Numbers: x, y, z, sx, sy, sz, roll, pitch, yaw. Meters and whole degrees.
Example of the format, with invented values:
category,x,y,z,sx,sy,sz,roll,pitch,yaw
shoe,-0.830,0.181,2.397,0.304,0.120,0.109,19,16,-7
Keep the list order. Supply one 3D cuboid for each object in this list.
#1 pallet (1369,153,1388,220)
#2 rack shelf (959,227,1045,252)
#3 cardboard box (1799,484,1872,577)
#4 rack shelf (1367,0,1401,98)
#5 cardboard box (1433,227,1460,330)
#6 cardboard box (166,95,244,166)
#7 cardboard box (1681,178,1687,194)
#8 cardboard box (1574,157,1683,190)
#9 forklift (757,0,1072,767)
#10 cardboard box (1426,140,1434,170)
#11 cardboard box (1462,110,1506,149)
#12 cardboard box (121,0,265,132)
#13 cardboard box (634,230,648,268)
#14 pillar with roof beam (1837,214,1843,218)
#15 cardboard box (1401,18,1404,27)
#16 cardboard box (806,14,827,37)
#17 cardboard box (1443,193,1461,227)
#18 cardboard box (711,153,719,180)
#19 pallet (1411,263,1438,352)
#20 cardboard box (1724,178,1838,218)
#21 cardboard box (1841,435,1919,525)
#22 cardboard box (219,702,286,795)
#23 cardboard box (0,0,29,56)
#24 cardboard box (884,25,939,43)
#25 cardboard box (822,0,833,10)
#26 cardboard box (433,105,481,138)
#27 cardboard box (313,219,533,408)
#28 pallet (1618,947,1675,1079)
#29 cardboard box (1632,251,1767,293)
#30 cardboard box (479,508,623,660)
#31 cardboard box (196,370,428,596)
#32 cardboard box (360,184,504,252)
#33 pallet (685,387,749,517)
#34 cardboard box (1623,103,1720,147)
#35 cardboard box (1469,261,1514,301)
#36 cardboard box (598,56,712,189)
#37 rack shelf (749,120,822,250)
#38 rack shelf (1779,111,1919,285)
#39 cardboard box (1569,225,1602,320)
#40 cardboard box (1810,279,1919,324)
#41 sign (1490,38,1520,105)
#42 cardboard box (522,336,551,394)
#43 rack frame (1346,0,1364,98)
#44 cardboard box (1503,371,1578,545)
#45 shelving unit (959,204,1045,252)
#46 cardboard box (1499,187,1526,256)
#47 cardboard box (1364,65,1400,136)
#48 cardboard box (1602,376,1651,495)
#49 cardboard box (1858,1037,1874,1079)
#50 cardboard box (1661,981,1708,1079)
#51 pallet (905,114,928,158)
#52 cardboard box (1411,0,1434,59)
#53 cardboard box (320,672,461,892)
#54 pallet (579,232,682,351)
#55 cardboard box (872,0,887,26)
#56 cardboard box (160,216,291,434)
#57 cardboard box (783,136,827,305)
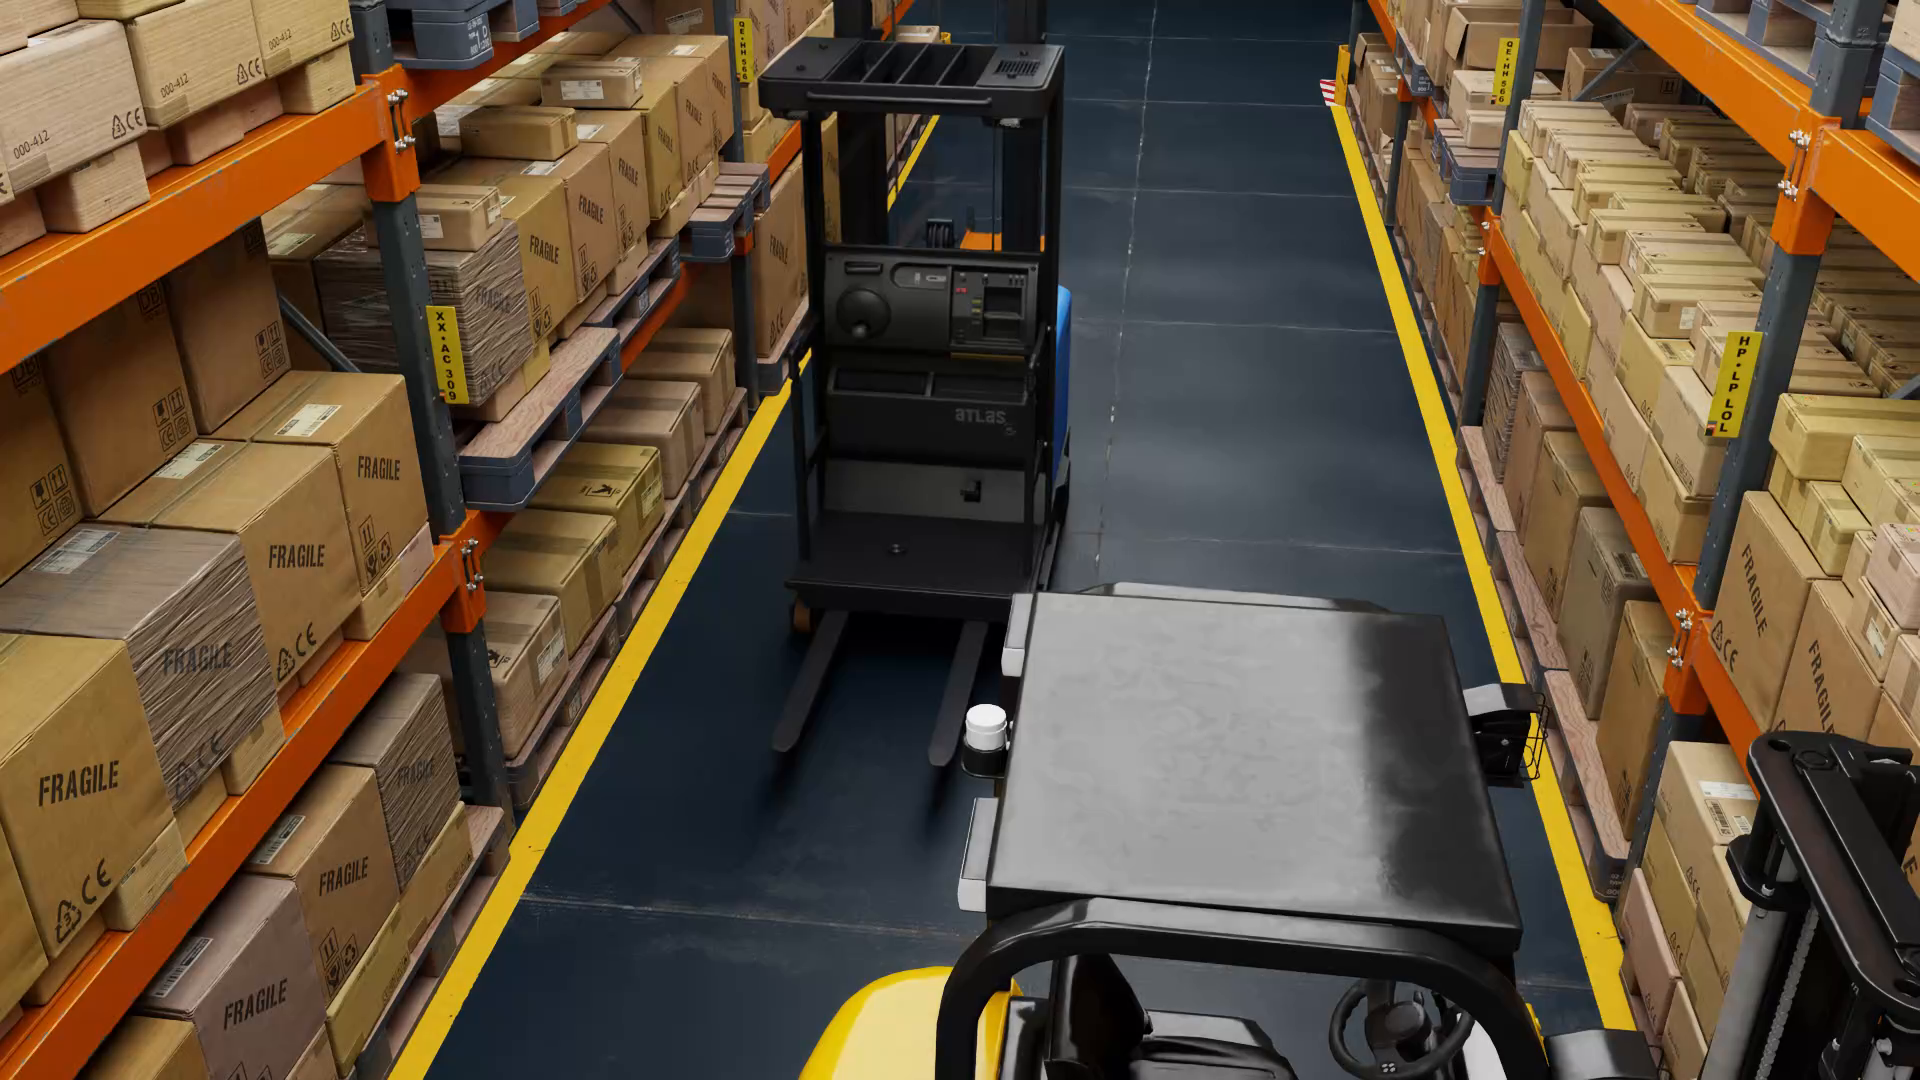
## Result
category,x,y,z,sx,sy,sz,roll,pitch,yaw
pallet,3.829,-2.805,13.234,1.003,0.211,1.213,3,28,6
rack shelf,0.214,-1.404,9.054,0.538,0.278,1.000,4,29,8
cardboard box,2.434,-0.016,4.328,0.380,0.149,0.250,4,29,7
rack shelf,3.989,-4.334,13.890,1.077,0.370,4.000,3,28,6
cardboard box,3.226,-1.604,10.257,0.500,0.500,0.500,5,29,8
cardboard box,-2.024,-1.038,4.117,0.380,0.149,0.250,4,29,7
cardboard box,3.414,-1.512,7.525,0.500,0.250,0.500,4,29,7
cardboard box,2.865,-1.531,7.140,0.380,0.149,0.250,4,29,7
forklift,-0.157,-0.983,6.985,1.130,2.935,3.031,4,29,8
cardboard box,3.459,-2.669,11.551,0.380,0.149,0.250,2,28,4
cardboard box,2.954,-2.232,9.052,0.380,0.149,0.250,4,29,7
cardboard box,-2.010,-1.154,3.912,0.500,0.250,0.500,3,28,5
cardboard box,-1.590,-1.285,7.295,0.380,0.149,0.250,2,28,5
pillar with roof beam,-0.284,-4.051,6.282,9.100,9.000,0.400,3,28,6
cardboard box,3.543,-3.887,12.567,0.380,0.149,0.250,4,29,8
cardboard box,-1.152,-3.206,10.670,0.500,0.250,0.500,4,29,7
cardboard box,3.254,-2.066,10.431,0.380,0.149,0.250,2,28,4
cardboard box,-1.440,-1.889,8.415,0.380,0.149,0.250,4,29,7
pallet,3.535,-1.520,10.850,1.003,0.211,1.213,3,28,6
cardboard box,3.384,-1.383,6.864,0.380,0.149,0.250,3,28,5
cardboard box,2.506,-0.142,4.247,0.380,0.149,0.250,4,29,7
cardboard box,-2.021,0.528,4.372,0.380,0.149,0.250,3,28,5
cardboard box,-2.077,-1.015,3.232,0.380,0.149,0.250,4,29,7
cardboard box,-0.674,-4.619,15.920,0.875,0.438,0.875,2,28,4
cardboard box,-1.126,-3.774,10.932,0.500,0.500,0.500,4,29,8
cardboard box,-2.142,-1.543,7.090,0.500,0.500,0.500,2,28,4
cardboard box,-1.821,-0.794,5.699,0.500,0.500,0.500,4,29,7
pallet,2.625,1.656,4.953,1.003,0.211,1.213,3,28,6
cardboard box,2.676,-0.932,6.029,0.380,0.149,0.250,3,28,5
cardboard box,-2.016,0.156,7.125,0.950,0.372,0.625,5,29,9
cardboard box,-1.970,-0.181,5.005,0.500,0.500,0.500,3,28,5
cardboard box,-1.754,-1.076,5.540,0.380,0.149,0.250,3,28,6
pallet,-1.770,-0.518,8.988,1.003,0.211,1.213,3,28,6
cardboard box,3.415,-1.991,7.994,0.380,0.149,0.250,4,29,8
cardboard box,3.063,-1.443,9.275,0.380,0.149,0.250,2,28,4
cardboard box,-1.505,-1.999,7.935,0.500,0.500,0.500,3,28,5
rack shelf,-1.427,-2.738,10.927,1.077,0.370,4.000,3,28,6
rack shelf,2.519,-0.006,2.694,1.077,0.370,4.000,3,28,6
cardboard box,2.775,-1.063,6.691,0.500,0.250,0.500,4,29,7
cardboard box,3.147,-0.788,5.761,0.380,0.149,0.250,3,28,6
sign,2.715,-2.328,8.272,0.100,0.325,0.005,3,28,6
cardboard box,-1.742,-0.663,6.140,0.380,0.149,0.250,4,29,7
rack frame,4.234,-5.592,15.467,1.000,3.000,0.127,3,28,6
cardboard box,3.092,-0.365,7.826,0.875,0.625,0.625,4,29,8
shelving unit,0.214,-1.147,9.193,0.538,1.125,1.048,4,29,8
cardboard box,2.957,-1.566,8.151,0.500,0.250,0.500,3,29,6
cardboard box,3.758,-3.751,14.242,0.500,0.500,0.500,4,29,7
cardboard box,2.622,-0.367,5.926,0.500,0.250,0.500,3,28,6
cardboard box,2.271,1.327,4.027,0.500,0.250,0.500,4,29,8
cardboard box,2.329,1.531,4.702,0.500,0.250,0.500,3,28,5
pallet,-0.865,-3.697,14.891,1.003,0.211,1.213,3,28,6
cardboard box,3.400,-3.480,10.998,0.700,0.500,0.500,4,29,7
cardboard box,-1.969,0.760,5.343,0.500,0.500,0.500,3,28,5
pallet,-1.874,-1.094,7.321,1.003,0.211,1.213,3,28,6
cardboard box,-0.865,-4.245,12.862,0.500,0.500,0.500,4,29,8
cardboard box,-2.432,-0.651,4.822,0.700,0.500,0.500,3,28,6
cardboard box,-1.392,-2.102,10.787,0.875,0.875,0.875,4,29,7
